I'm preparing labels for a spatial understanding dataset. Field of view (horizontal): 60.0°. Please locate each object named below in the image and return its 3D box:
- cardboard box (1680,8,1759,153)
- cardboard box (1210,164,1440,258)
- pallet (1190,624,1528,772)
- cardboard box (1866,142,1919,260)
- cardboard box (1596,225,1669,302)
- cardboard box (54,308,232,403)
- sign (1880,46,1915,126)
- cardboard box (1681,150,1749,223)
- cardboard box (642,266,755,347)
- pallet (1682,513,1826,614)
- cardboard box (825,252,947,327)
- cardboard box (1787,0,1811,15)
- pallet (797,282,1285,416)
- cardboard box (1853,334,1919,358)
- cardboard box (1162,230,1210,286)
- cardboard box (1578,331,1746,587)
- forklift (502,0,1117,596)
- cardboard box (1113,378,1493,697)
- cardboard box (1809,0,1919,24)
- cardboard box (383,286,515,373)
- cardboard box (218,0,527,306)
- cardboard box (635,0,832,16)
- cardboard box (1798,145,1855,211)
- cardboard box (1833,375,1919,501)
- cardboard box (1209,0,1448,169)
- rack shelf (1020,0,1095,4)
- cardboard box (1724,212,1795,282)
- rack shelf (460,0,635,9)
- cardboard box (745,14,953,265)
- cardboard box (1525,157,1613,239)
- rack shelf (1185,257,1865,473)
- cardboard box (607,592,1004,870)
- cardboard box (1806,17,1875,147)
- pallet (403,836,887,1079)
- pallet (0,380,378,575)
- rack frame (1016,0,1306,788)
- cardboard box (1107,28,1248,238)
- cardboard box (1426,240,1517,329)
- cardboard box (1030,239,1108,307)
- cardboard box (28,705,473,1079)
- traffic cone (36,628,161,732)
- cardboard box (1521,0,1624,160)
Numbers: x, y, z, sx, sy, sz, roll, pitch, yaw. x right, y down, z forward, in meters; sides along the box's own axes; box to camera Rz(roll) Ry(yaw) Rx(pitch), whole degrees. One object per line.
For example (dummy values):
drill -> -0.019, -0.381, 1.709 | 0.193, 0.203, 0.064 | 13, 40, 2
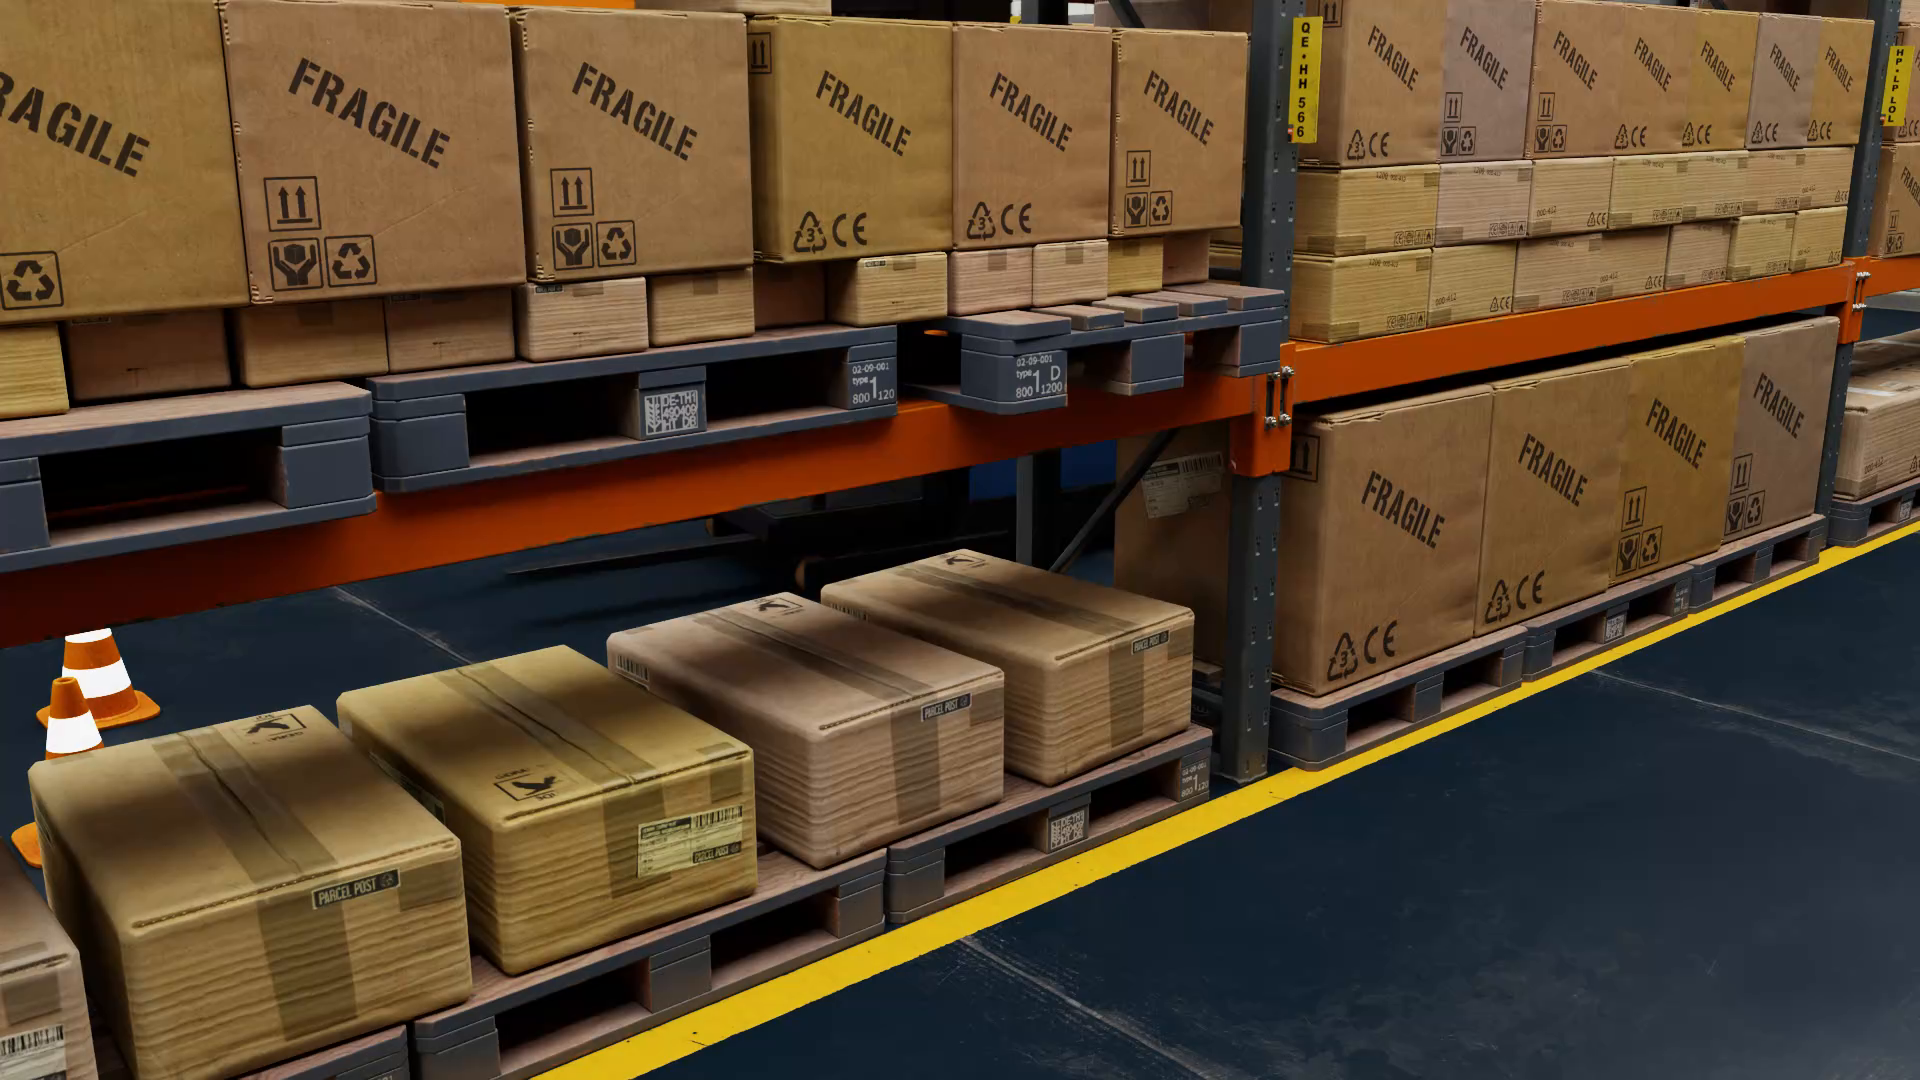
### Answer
cardboard box -> 2.624, -1.729, 6.279 | 0.500, 0.500, 0.500 | -12, 19, -38
cardboard box -> 1.104, -1.022, 5.087 | 0.500, 0.250, 0.500 | -13, 20, -40
pallet -> 1.203, 0.413, 5.796 | 1.213, 0.211, 1.003 | -13, 19, -39
cardboard box -> 4.103, -1.570, 7.622 | 0.500, 0.500, 0.500 | -12, 19, -38
cardboard box -> 2.239, -1.040, 6.120 | 0.500, 0.250, 0.500 | -13, 19, -39
cardboard box -> -1.476, -0.355, 2.940 | 0.250, 0.149, 0.380 | -11, 19, -36
sign -> 3.940, -1.910, 6.999 | 0.005, 0.325, 0.100 | -13, 19, -39
cardboard box -> 2.645, -1.365, 6.371 | 0.500, 0.250, 0.500 | -12, 19, -38
cardboard box -> -0.650, -0.518, 3.549 | 0.250, 0.149, 0.380 | -13, 20, -41
pallet -> 3.044, -0.001, 7.343 | 1.213, 0.211, 1.003 | -13, 19, -39
cardboard box -> -0.243, -0.594, 3.836 | 0.250, 0.149, 0.380 | -12, 19, -38
cardboard box -> 3.870, -2.476, 7.818 | 0.250, 0.149, 0.380 | -12, 19, -38
pallet -> 0.092, -0.581, 4.486 | 1.003, 0.211, 1.213 | -13, 19, -39
cardboard box -> 5.477, -0.848, 9.263 | 0.875, 0.438, 0.875 | -12, 19, -38
cardboard box -> 0.466, -0.796, 4.590 | 0.250, 0.149, 0.380 | -12, 19, -37
cardboard box -> 2.485, -0.394, 6.718 | 0.875, 0.875, 0.875 | -12, 19, -38
forklift -> -0.602, -1.340, 7.087 | 3.031, 2.935, 1.130 | -8, 17, -29
cardboard box -> 1.135, -0.093, 5.589 | 0.875, 0.875, 0.875 | -13, 20, -40
cardboard box -> 3.985, -2.341, 7.313 | 0.250, 0.149, 0.380 | -13, 20, -40
cardboard box -> -1.067, -0.432, 3.228 | 0.250, 0.149, 0.380 | -12, 19, -39
cardboard box -> -1.157, -0.723, 3.059 | 0.500, 0.500, 0.500 | -13, 20, -40
cardboard box -> -0.490, -1.192, 3.559 | 0.250, 0.149, 0.380 | -14, 20, -42
cardboard box -> 3.404, -1.540, 7.026 | 0.500, 0.250, 0.500 | -13, 20, -39
cardboard box -> 4.121, -0.544, 8.124 | 0.875, 0.438, 0.875 | -13, 20, -40
cardboard box -> 1.092, -1.383, 4.984 | 0.500, 0.500, 0.500 | -14, 20, -41
rack shelf -> 1.760, -3.880, 12.046 | 4.000, 0.370, 1.077 | -13, 19, -39
cardboard box -> 3.019, -1.210, 6.757 | 0.500, 0.250, 0.500 | -13, 20, -40
rack shelf -> -4.437, -4.185, 13.188 | 4.000, 0.370, 1.077 | -13, 19, -39
cardboard box -> -0.364, -0.904, 3.738 | 0.500, 0.500, 0.500 | -14, 21, -43
cardboard box -> 1.878, -1.192, 5.721 | 0.500, 0.250, 0.500 | -13, 20, -40
rack shelf -> 2.068, -0.807, 6.352 | 4.000, 0.370, 1.077 | -13, 19, -39
cardboard box -> -0.425, 0.471, 4.451 | 0.625, 0.372, 0.950 | -13, 20, -40
cardboard box -> 3.405, -1.900, 6.920 | 0.500, 0.500, 0.500 | -12, 19, -38
pallet -> -0.951, 0.869, 4.087 | 1.213, 0.211, 1.003 | -13, 19, -39
pallet -> -1.786, -0.146, 2.858 | 1.213, 0.211, 1.003 | -13, 19, -39
rack frame -> 0.559, -0.816, 4.991 | 0.127, 3.000, 1.000 | -13, 19, -39
cardboard box -> 0.399, -1.079, 4.395 | 0.500, 0.500, 0.500 | -13, 20, -41
cardboard box -> 1.469, -0.868, 5.476 | 0.500, 0.250, 0.500 | -13, 20, -41
cardboard box -> 0.151, -0.685, 4.175 | 0.250, 0.149, 0.380 | -13, 20, -40
cardboard box -> -1.524, 0.717, 3.532 | 0.625, 0.372, 0.950 | -11, 19, -36
traffic cone -> -2.880, 0.361, 5.501 | 0.334, 0.463, 0.336 | -13, 19, -39
cardboard box -> 1.860, -1.553, 5.622 | 0.500, 0.500, 0.500 | -12, 19, -38
